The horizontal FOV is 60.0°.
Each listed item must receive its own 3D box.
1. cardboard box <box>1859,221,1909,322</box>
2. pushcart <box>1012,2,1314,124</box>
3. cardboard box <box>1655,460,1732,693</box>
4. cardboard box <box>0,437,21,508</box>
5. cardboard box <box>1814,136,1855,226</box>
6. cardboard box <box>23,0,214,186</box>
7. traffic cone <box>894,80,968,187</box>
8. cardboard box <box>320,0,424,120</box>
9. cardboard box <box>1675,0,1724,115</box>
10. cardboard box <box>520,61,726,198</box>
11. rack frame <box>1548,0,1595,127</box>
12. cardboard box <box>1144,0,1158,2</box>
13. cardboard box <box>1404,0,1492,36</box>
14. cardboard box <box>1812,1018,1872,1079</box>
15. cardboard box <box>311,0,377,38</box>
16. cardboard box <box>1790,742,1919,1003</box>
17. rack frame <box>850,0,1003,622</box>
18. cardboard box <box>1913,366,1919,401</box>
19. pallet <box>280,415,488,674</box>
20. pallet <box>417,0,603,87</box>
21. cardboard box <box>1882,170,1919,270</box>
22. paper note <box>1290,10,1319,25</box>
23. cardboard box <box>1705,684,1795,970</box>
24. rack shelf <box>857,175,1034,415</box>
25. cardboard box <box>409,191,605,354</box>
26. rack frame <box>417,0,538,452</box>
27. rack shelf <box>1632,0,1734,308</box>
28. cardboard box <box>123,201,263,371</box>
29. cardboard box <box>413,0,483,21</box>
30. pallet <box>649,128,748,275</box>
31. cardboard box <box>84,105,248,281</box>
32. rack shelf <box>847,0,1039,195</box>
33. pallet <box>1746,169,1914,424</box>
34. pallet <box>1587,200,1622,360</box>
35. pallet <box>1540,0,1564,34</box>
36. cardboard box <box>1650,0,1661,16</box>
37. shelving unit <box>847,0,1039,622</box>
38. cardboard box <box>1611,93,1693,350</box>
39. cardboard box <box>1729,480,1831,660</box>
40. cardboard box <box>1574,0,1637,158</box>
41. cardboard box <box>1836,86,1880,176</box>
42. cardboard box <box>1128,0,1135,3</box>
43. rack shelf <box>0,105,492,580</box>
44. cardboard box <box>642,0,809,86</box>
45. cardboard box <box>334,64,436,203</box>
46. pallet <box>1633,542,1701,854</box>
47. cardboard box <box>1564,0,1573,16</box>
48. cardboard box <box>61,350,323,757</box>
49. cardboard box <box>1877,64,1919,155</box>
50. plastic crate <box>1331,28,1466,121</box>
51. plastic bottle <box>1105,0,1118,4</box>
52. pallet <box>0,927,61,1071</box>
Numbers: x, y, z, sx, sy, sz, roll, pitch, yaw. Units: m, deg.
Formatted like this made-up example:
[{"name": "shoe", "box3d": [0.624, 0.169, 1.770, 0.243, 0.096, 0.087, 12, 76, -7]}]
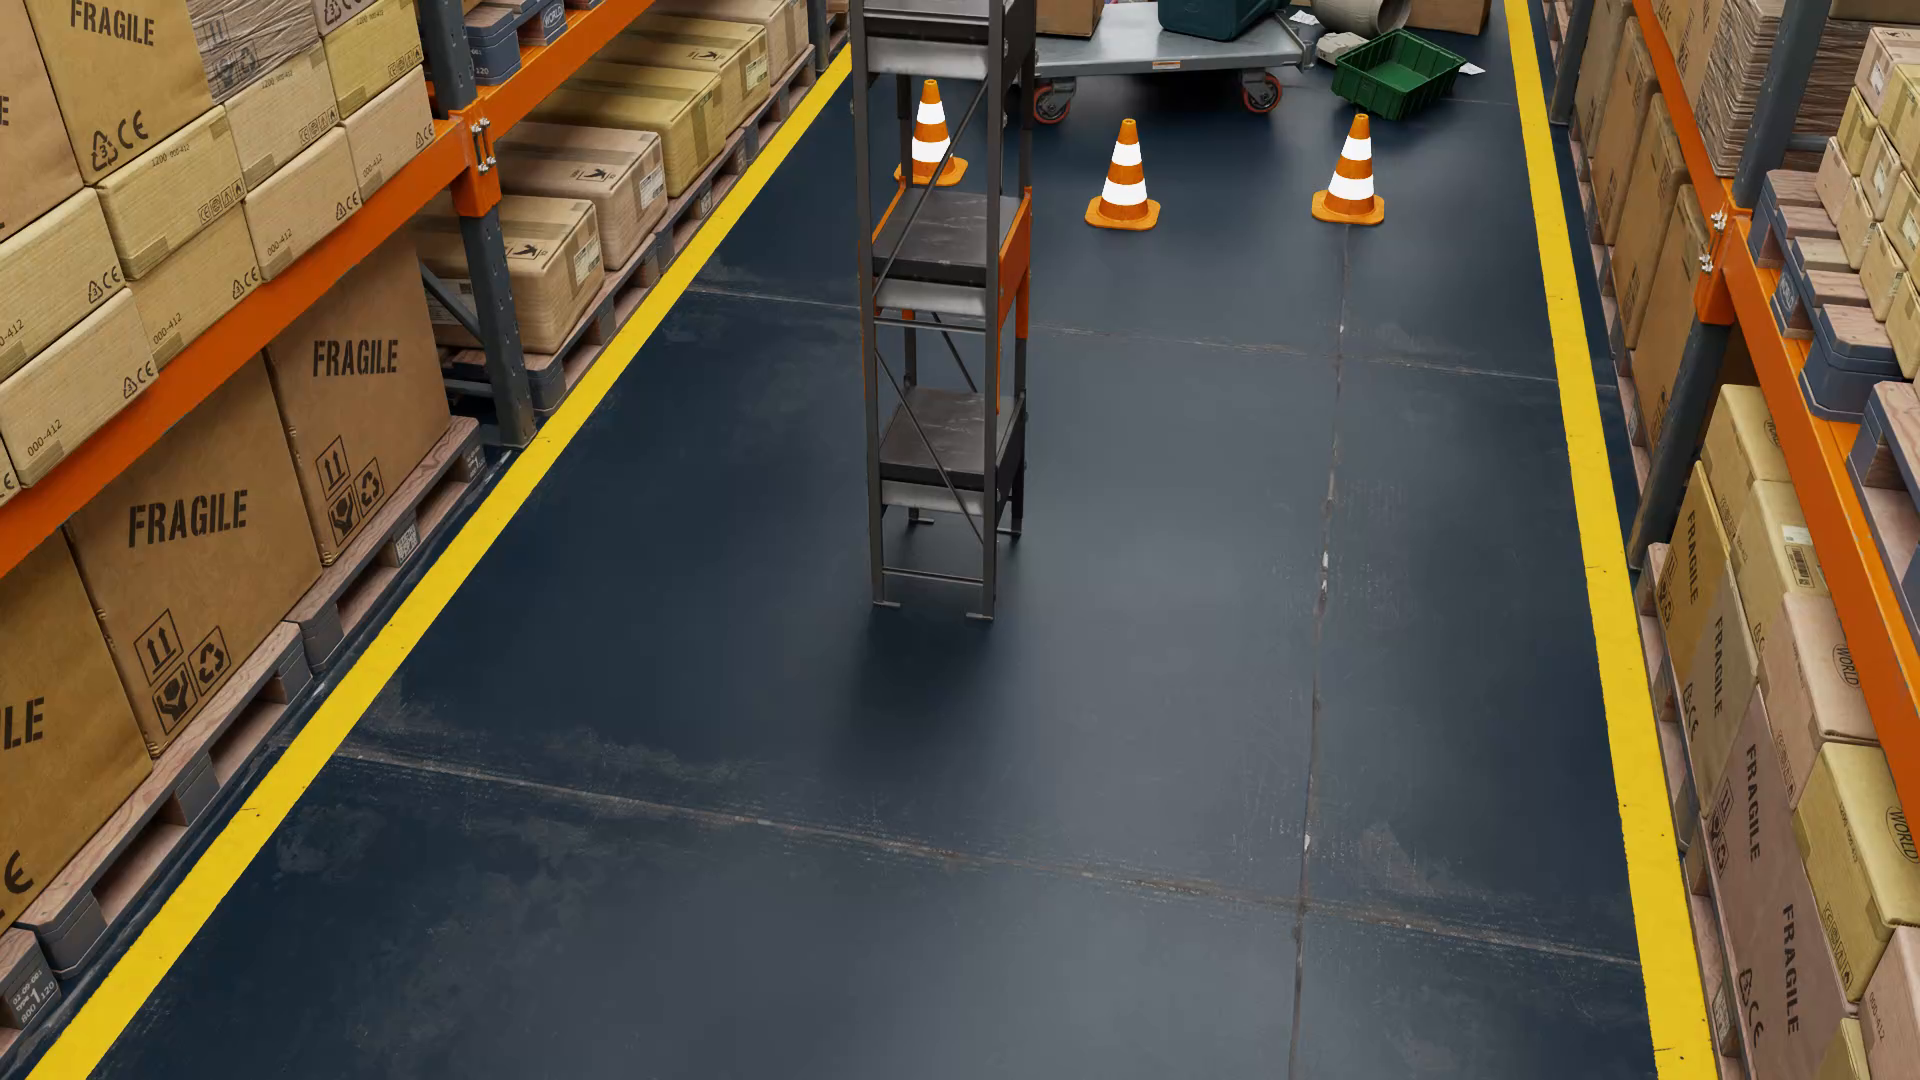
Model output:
[{"name": "cardboard box", "box3d": [2.349, -0.609, 3.891, 0.380, 0.149, 0.250, 9, 37, 12]}, {"name": "pushcart", "box3d": [0.991, -2.618, 9.040, 1.648, 0.377, 0.936, -5, 36, -6]}, {"name": "cardboard box", "box3d": [2.356, 0.135, 4.780, 0.500, 0.500, 0.500, 6, 36, 8]}, {"name": "cardboard box", "box3d": [-2.369, -0.097, 3.456, 0.500, 0.250, 0.500, 7, 37, 10]}, {"name": "cardboard box", "box3d": [2.464, -0.918, 4.317, 0.380, 0.149, 0.250, 7, 36, 9]}, {"name": "cardboard box", "box3d": [-2.170, -1.180, 3.885, 0.500, 0.500, 0.500, 7, 37, 10]}, {"name": "traffic cone", "box3d": [-0.144, -2.023, 8.147, 0.336, 0.463, 0.334, 7, 37, 10]}, {"name": "cardboard box", "box3d": [-1.956, -1.476, 4.932, 0.500, 0.250, 0.500, 7, 37, 10]}, {"name": "cardboard box", "box3d": [2.698, -1.699, 5.453, 0.500, 0.500, 0.500, 7, 37, 10]}, {"name": "cardboard box", "box3d": [-1.653, -1.930, 7.739, 0.950, 0.372, 0.625, 8, 37, 12]}, {"name": "rack frame", "box3d": [3.611, -3.374, 7.849, 1.000, 3.000, 0.127, 7, 37, 10]}, {"name": "cardboard box", "box3d": [1.514, -3.412, 9.914, 0.797, 0.637, 0.503, 7, 37, 10]}, {"name": "cardboard box", "box3d": [2.940, -3.382, 9.988, 0.500, 0.500, 0.500, 14, 38, 18]}, {"name": "cardboard box", "box3d": [1.924, 1.304, 3.166, 0.500, 0.500, 0.500, 6, 36, 9]}, {"name": "cardboard box", "box3d": [-1.956, -1.760, 4.684, 0.500, 0.500, 0.500, 6, 36, 9]}, {"name": "cardboard box", "box3d": [2.036, 0.694, 3.369, 0.500, 0.250, 0.500, 6, 36, 8]}, {"name": "rack frame", "box3d": [-0.087, -0.615, 4.810, 0.400, 2.100, 0.015, 7, 37, 10]}, {"name": "cardboard box", "box3d": [2.238, -0.302, 3.466, 0.380, 0.149, 0.250, 8, 37, 11]}, {"name": "pallet", "box3d": [-2.343, -0.072, 5.669, 1.003, 0.211, 1.213, 7, 37, 10]}, {"name": "pallet", "box3d": [-2.053, -1.988, 6.100, 1.213, 0.211, 1.003, 7, 37, 10]}, {"name": "cardboard box", "box3d": [2.347, -0.709, 3.774, 0.380, 0.149, 0.250, 6, 36, 9]}, {"name": "paper note", "box3d": [2.113, -3.177, 10.114, 0.172, 0.023, 0.155, 20, 41, 26]}, {"name": "cardboard box", "box3d": [2.147, 0.718, 3.975, 0.500, 0.500, 0.500, 6, 36, 9]}, {"name": "rack shelf", "box3d": [-0.035, -0.744, 5.011, 0.431, 0.518, 0.480, 7, 37, 10]}, {"name": "cardboard box", "box3d": [-1.970, -1.072, 6.555, 0.950, 0.372, 0.625, 5, 36, 7]}, {"name": "rack frame", "box3d": [-2.101, -1.643, 5.461, 1.000, 3.000, 0.127, 7, 37, 10]}, {"name": "rack shelf", "box3d": [3.184, -1.936, 6.478, 1.077, 0.370, 4.000, 7, 37, 10]}, {"name": "cardboard box", "box3d": [-2.172, -0.679, 4.258, 0.500, 0.250, 0.500, 7, 37, 9]}, {"name": "cardboard box", "box3d": [-1.850, -1.875, 5.637, 0.380, 0.149, 0.250, 5, 36, 7]}, {"name": "pallet", "box3d": [-1.670, -1.659, 7.860, 1.003, 0.211, 1.213, 7, 37, 10]}, {"name": "cardboard box", "box3d": [-2.151, -0.885, 4.117, 0.500, 0.250, 0.500, 6, 36, 9]}, {"name": "rack shelf", "box3d": [-0.035, -1.311, 4.600, 0.431, 0.518, 0.480, 7, 37, 10]}, {"name": "pallet", "box3d": [2.708, -0.581, 4.159, 1.213, 0.211, 1.003, 7, 37, 10]}, {"name": "pallet", "box3d": [3.261, -1.092, 7.076, 1.003, 0.211, 1.213, 7, 37, 10]}, {"name": "pallet", "box3d": [4.108, -3.373, 10.224, 1.003, 0.211, 1.213, 7, 37, 10]}, {"name": "cardboard box", "box3d": [2.910, -2.280, 6.255, 0.500, 0.500, 0.500, 8, 37, 11]}, {"name": "shelving unit", "box3d": [-0.035, -0.755, 5.003, 0.431, 2.100, 0.503, 7, 37, 10]}, {"name": "cardboard box", "box3d": [3.158, -1.179, 6.381, 1.050, 0.750, 0.750, 8, 37, 11]}, {"name": "cardboard box", "box3d": [2.264, 0.113, 4.171, 0.500, 0.250, 0.500, 7, 37, 9]}, {"name": "cardboard box", "box3d": [3.566, -2.266, 7.880, 1.050, 0.750, 0.750, 7, 37, 10]}, {"name": "cardboard box", "box3d": [2.457, -1.018, 4.201, 0.380, 0.149, 0.250, 9, 37, 12]}, {"name": "cardboard box", "box3d": [1.024, -3.028, 9.701, 0.258, 0.266, 0.396, -17, 39, -22]}, {"name": "rack shelf", "box3d": [-2.528, -0.206, 4.091, 1.077, 0.370, 4.000, 7, 37, 10]}, {"name": "cardboard box", "box3d": [-1.356, -2.742, 8.858, 0.950, 0.372, 0.625, 8, 37, 11]}, {"name": "cardboard box", "box3d": [-1.955, -1.260, 5.061, 0.500, 0.250, 0.500, 6, 36, 8]}, {"name": "pallet", "box3d": [2.588, 0.496, 4.886, 1.003, 0.211, 1.213, 7, 37, 10]}, {"name": "cardboard box", "box3d": [4.002, -3.553, 9.549, 0.875, 0.875, 0.875, 8, 37, 10]}, {"name": "cardboard box", "box3d": [-2.524, -0.057, 4.725, 0.875, 0.875, 0.875, 8, 37, 11]}, {"name": "cardboard box", "box3d": [2.414, -0.995, 3.916, 0.380, 0.149, 0.250, 6, 36, 9]}, {"name": "plastic crate", "box3d": [2.368, -2.523, 9.022, 0.450, 0.188, 0.662, 36, 48, 26]}, {"name": "plastic bottle", "box3d": [0.861, -3.252, 10.184, 0.133, 0.061, 0.283, 14, 38, 18]}, {"name": "pallet", "box3d": [-2.864, 1.327, 3.739, 1.003, 0.211, 1.213, 7, 37, 10]}]
